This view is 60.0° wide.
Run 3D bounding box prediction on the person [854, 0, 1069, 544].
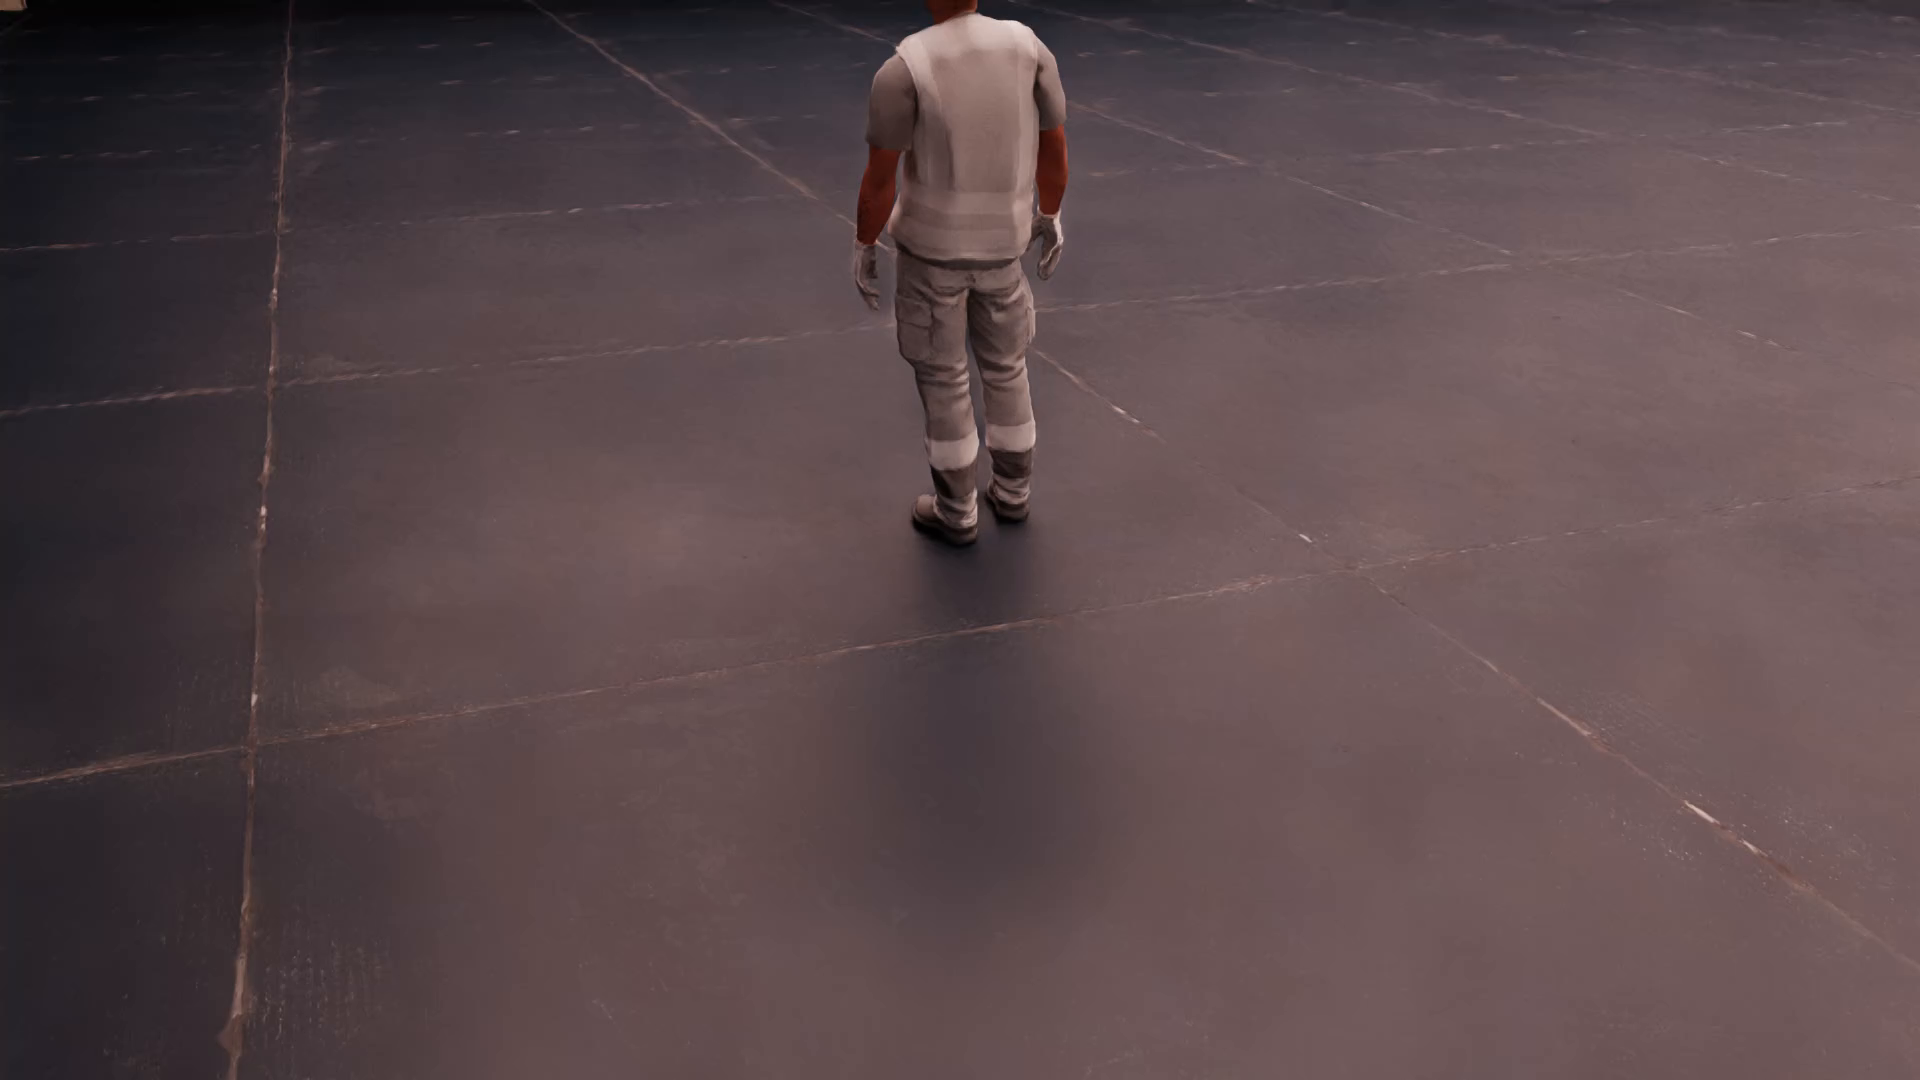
[{"bbox_3d":[-0.017,-0.862,4.803,0.637,1.787,0.563,-8,24,-18],"label":"person"}]
